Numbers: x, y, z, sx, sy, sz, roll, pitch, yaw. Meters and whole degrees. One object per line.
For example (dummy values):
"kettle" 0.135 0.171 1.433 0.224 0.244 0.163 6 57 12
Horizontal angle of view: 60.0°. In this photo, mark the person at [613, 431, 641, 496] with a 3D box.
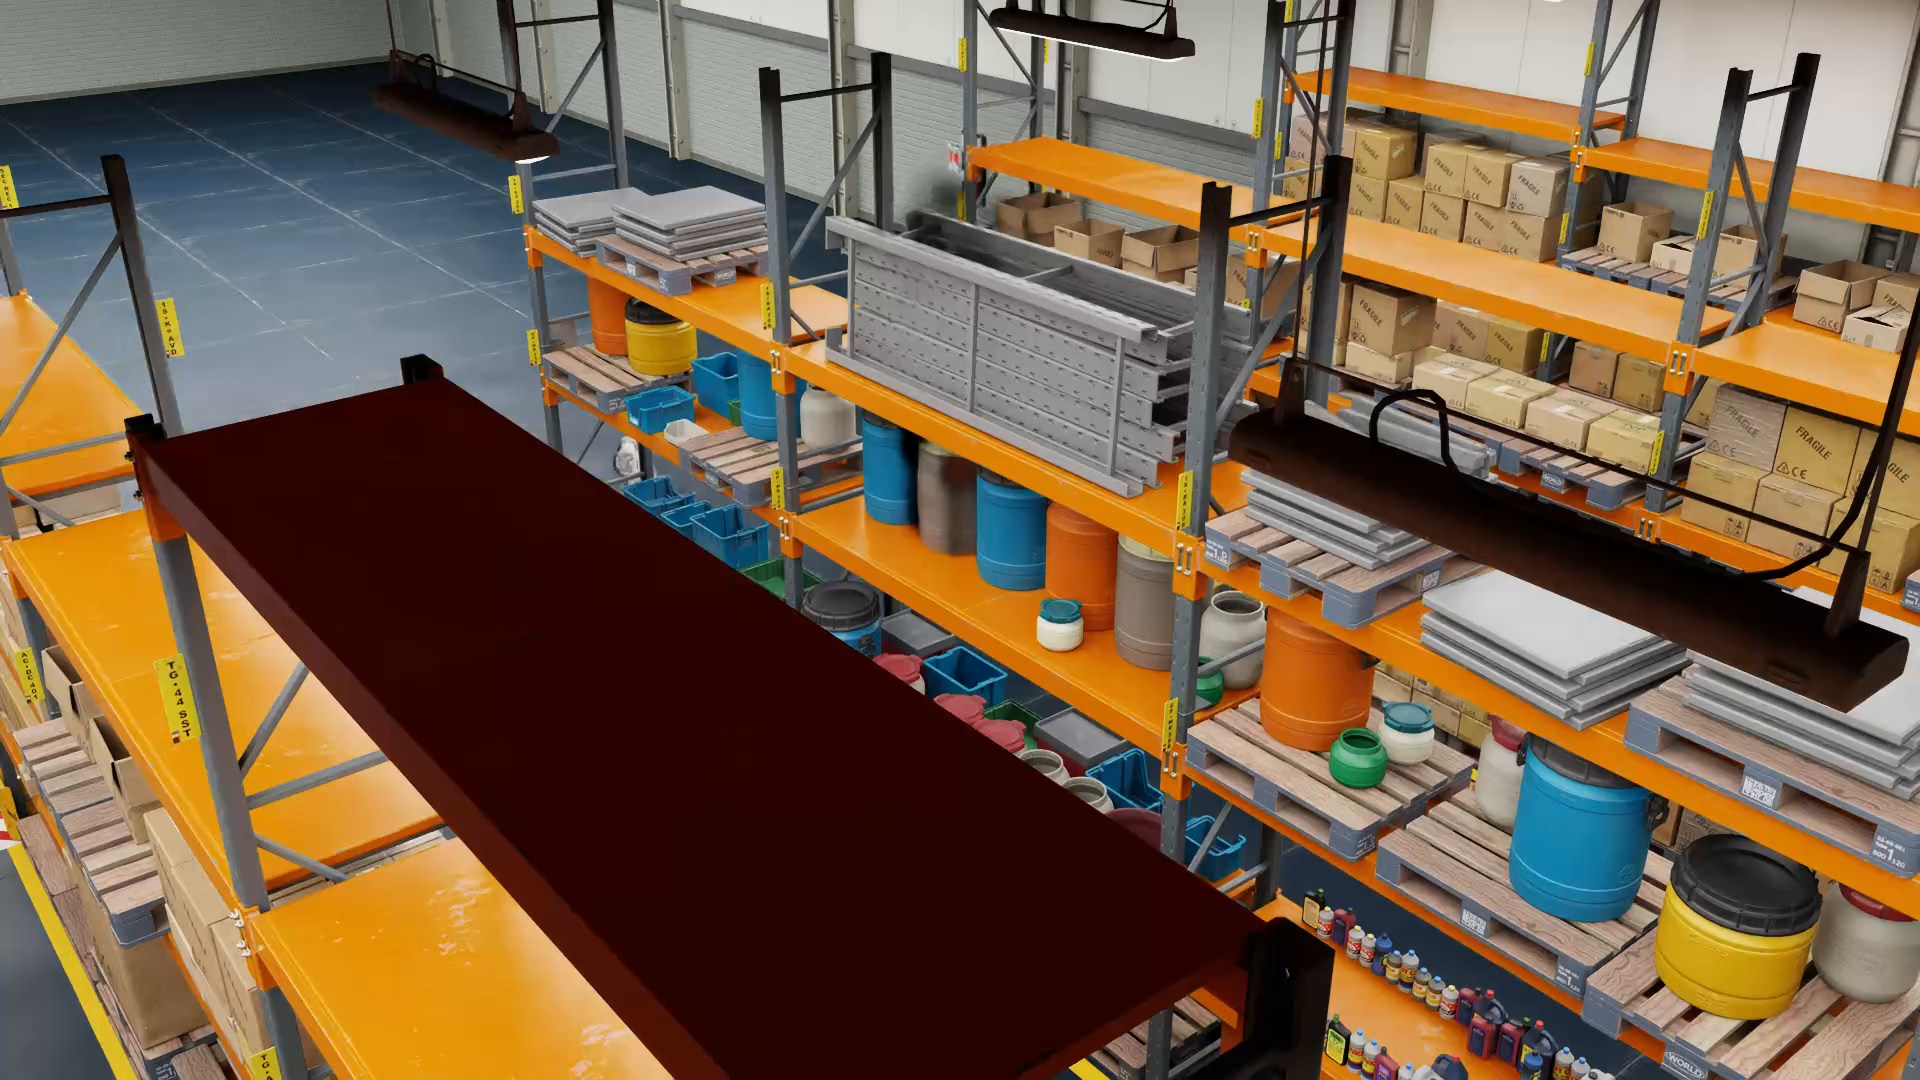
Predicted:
"person" -3.422 -0.598 17.593 0.828 1.703 0.678 8 27 16
